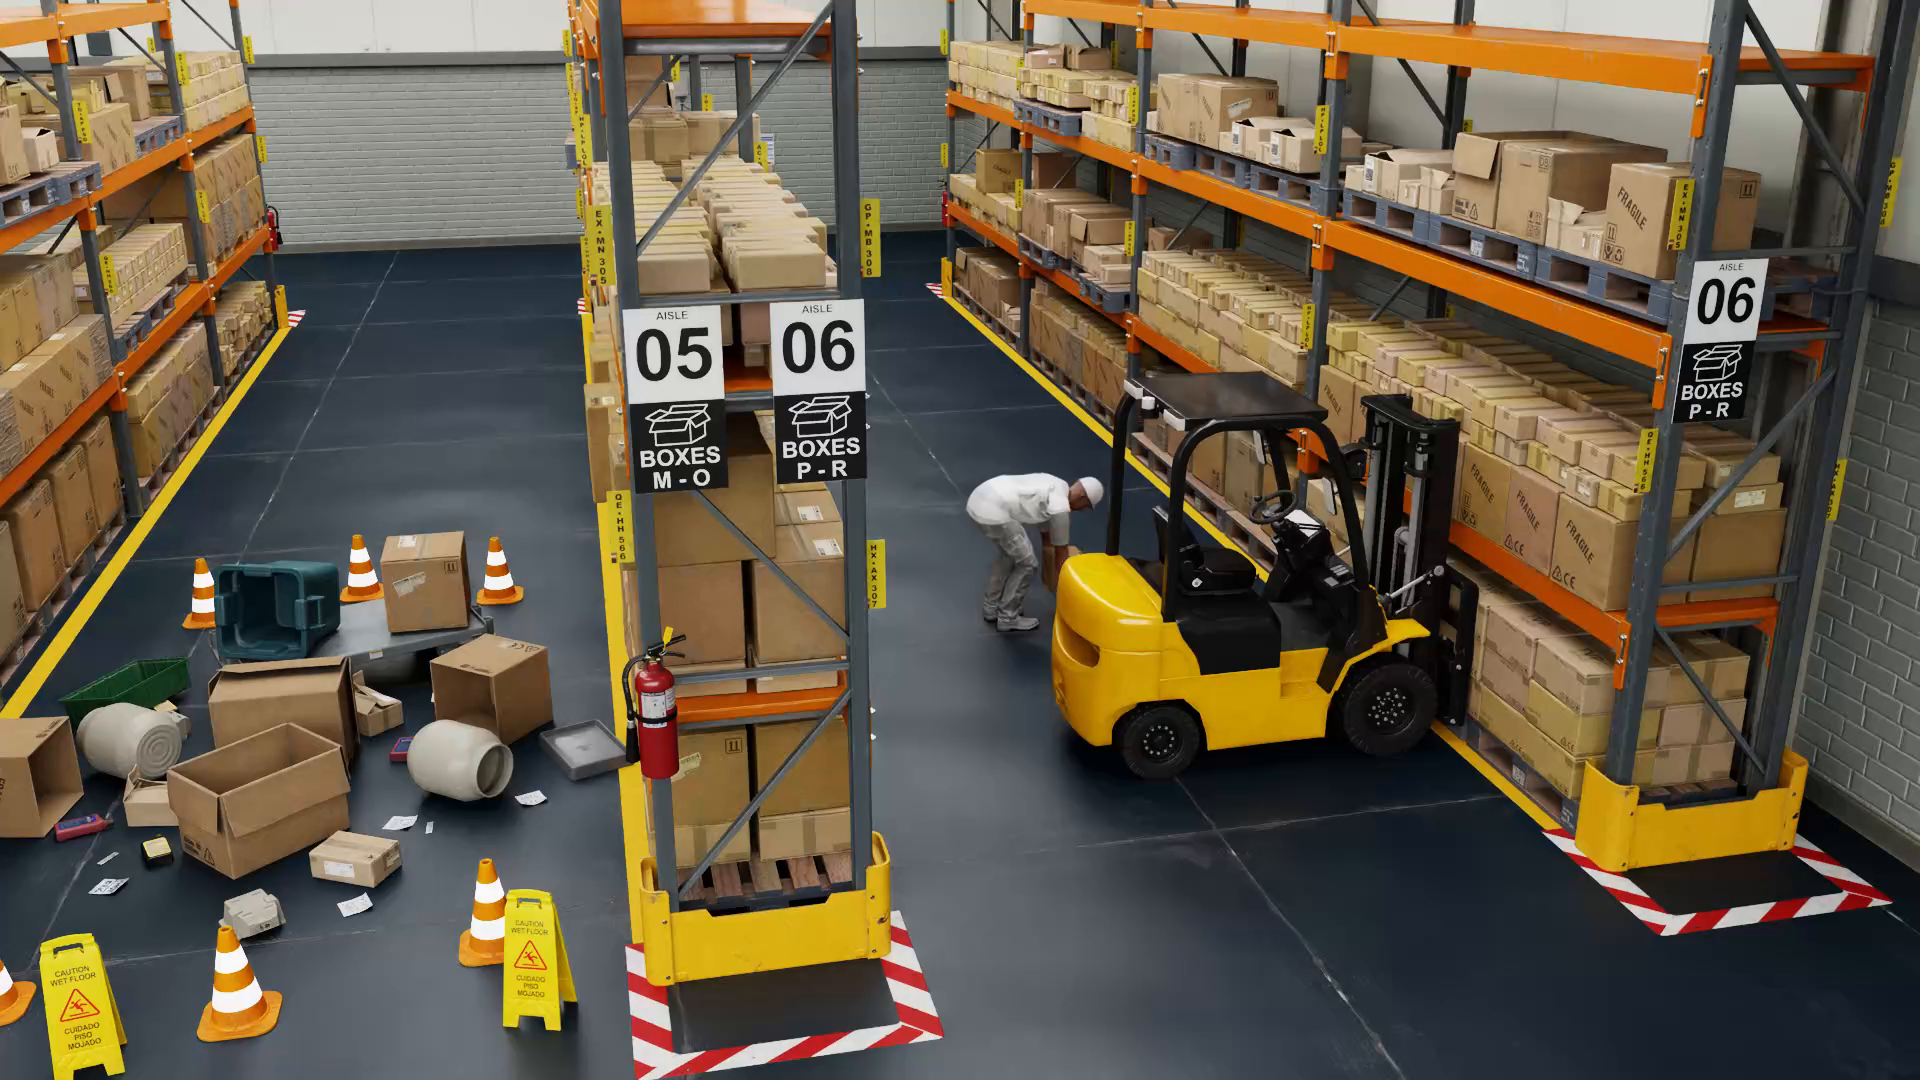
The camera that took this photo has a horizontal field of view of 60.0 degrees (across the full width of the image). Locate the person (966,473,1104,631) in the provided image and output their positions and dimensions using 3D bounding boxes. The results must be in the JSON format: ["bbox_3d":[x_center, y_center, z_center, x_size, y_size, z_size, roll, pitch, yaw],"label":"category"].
[{"bbox_3d":[0.542,0.061,11.892,0.991,1.096,0.492,-5,20,-15],"label":"person"}]
